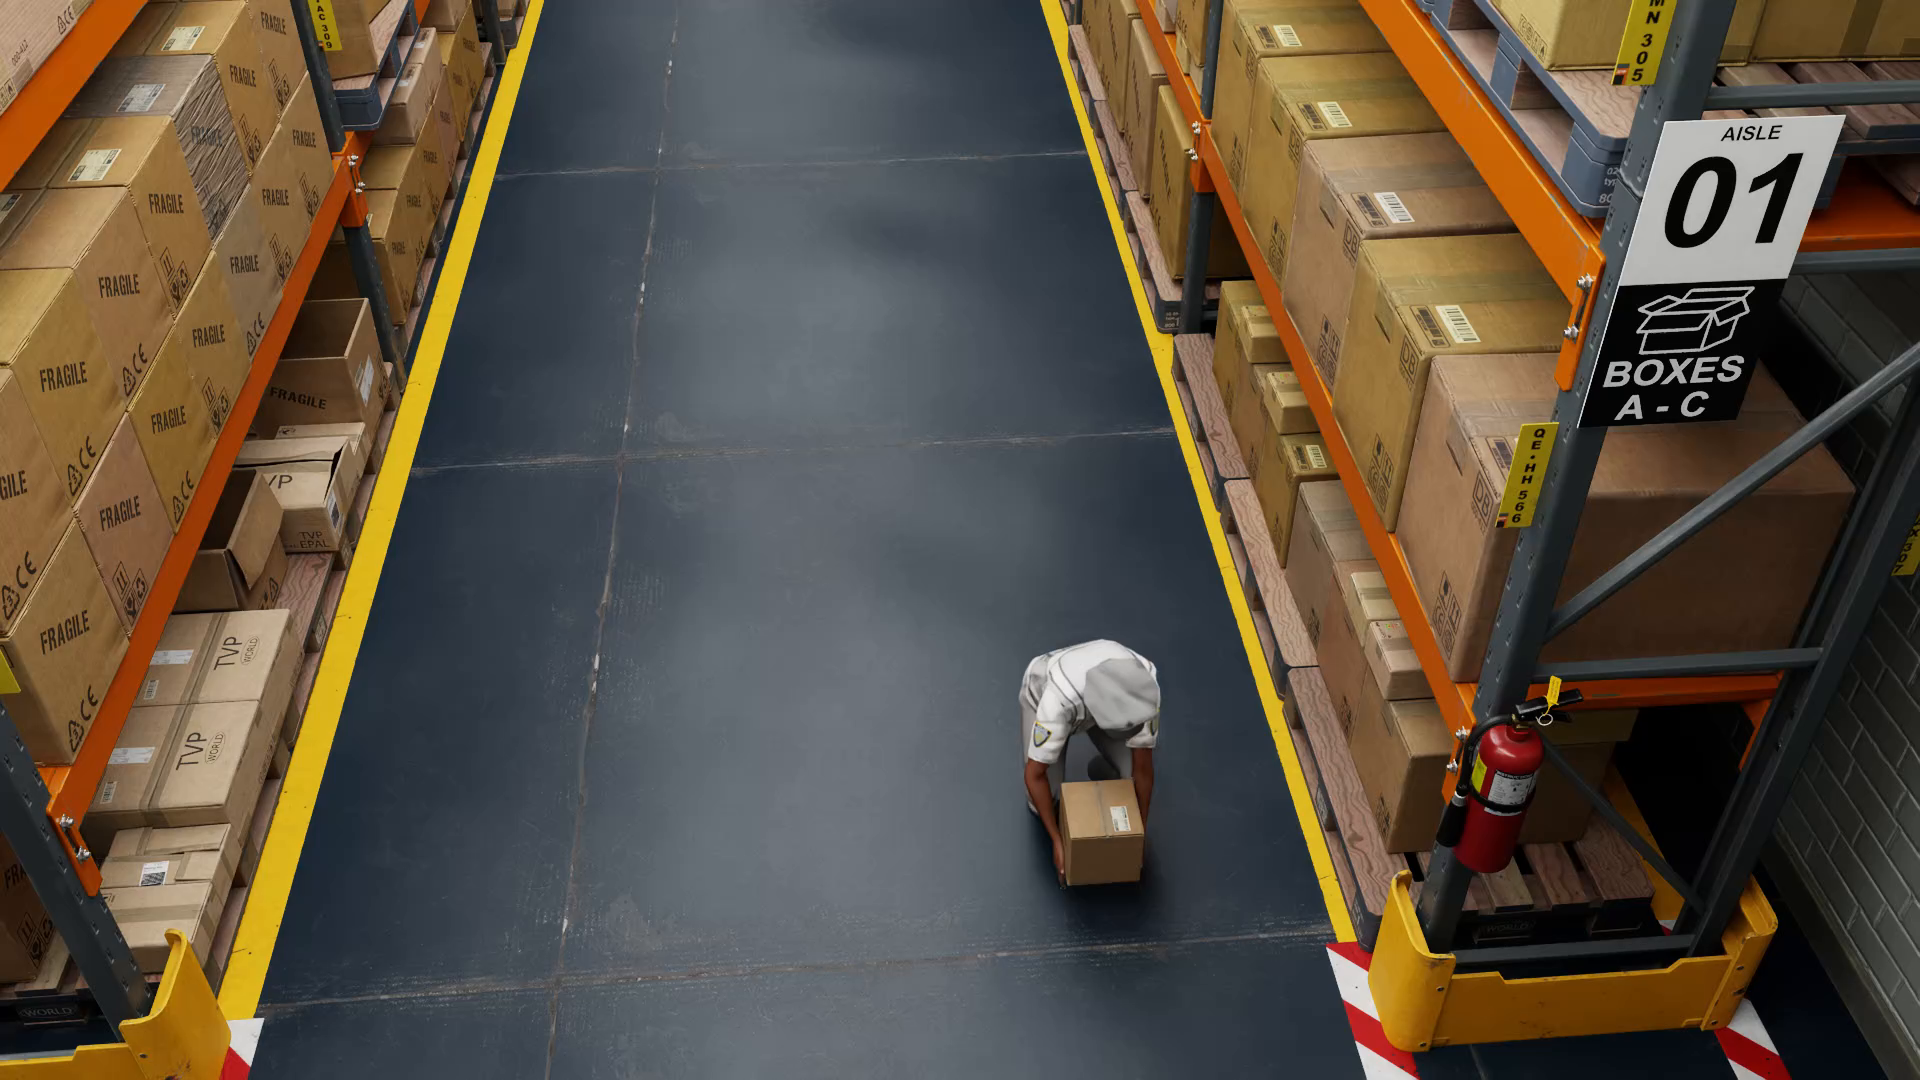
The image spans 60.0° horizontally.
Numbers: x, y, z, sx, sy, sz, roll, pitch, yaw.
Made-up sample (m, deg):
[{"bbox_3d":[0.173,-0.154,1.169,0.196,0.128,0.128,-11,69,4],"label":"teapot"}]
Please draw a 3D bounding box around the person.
[{"bbox_3d":[0.448,0.680,5.894,0.482,0.959,0.850,-4,39,-4],"label":"person"}]
